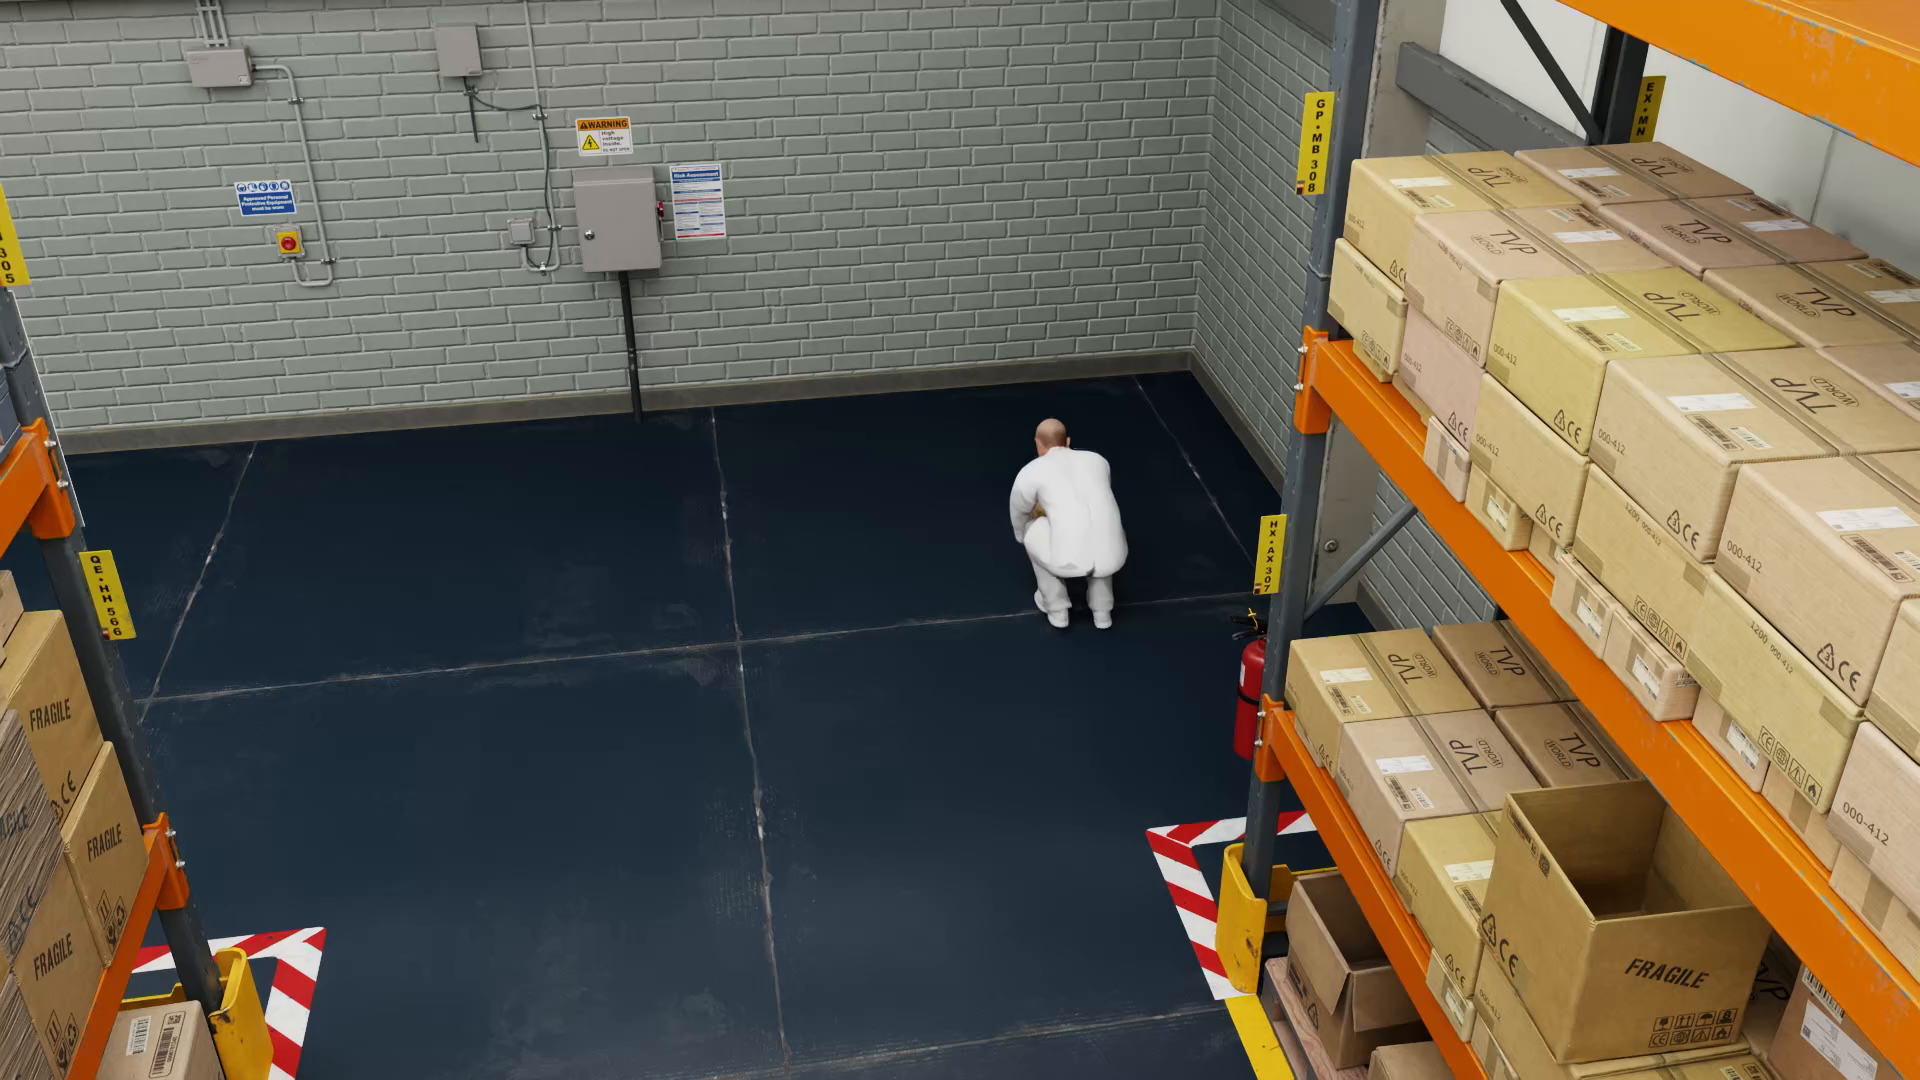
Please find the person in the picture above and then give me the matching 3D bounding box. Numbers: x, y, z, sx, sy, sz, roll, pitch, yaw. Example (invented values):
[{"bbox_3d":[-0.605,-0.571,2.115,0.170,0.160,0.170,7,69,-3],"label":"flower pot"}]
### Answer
[{"bbox_3d":[0.593,-0.087,9.068,0.611,1.011,0.912,-5,31,-9],"label":"person"}]
